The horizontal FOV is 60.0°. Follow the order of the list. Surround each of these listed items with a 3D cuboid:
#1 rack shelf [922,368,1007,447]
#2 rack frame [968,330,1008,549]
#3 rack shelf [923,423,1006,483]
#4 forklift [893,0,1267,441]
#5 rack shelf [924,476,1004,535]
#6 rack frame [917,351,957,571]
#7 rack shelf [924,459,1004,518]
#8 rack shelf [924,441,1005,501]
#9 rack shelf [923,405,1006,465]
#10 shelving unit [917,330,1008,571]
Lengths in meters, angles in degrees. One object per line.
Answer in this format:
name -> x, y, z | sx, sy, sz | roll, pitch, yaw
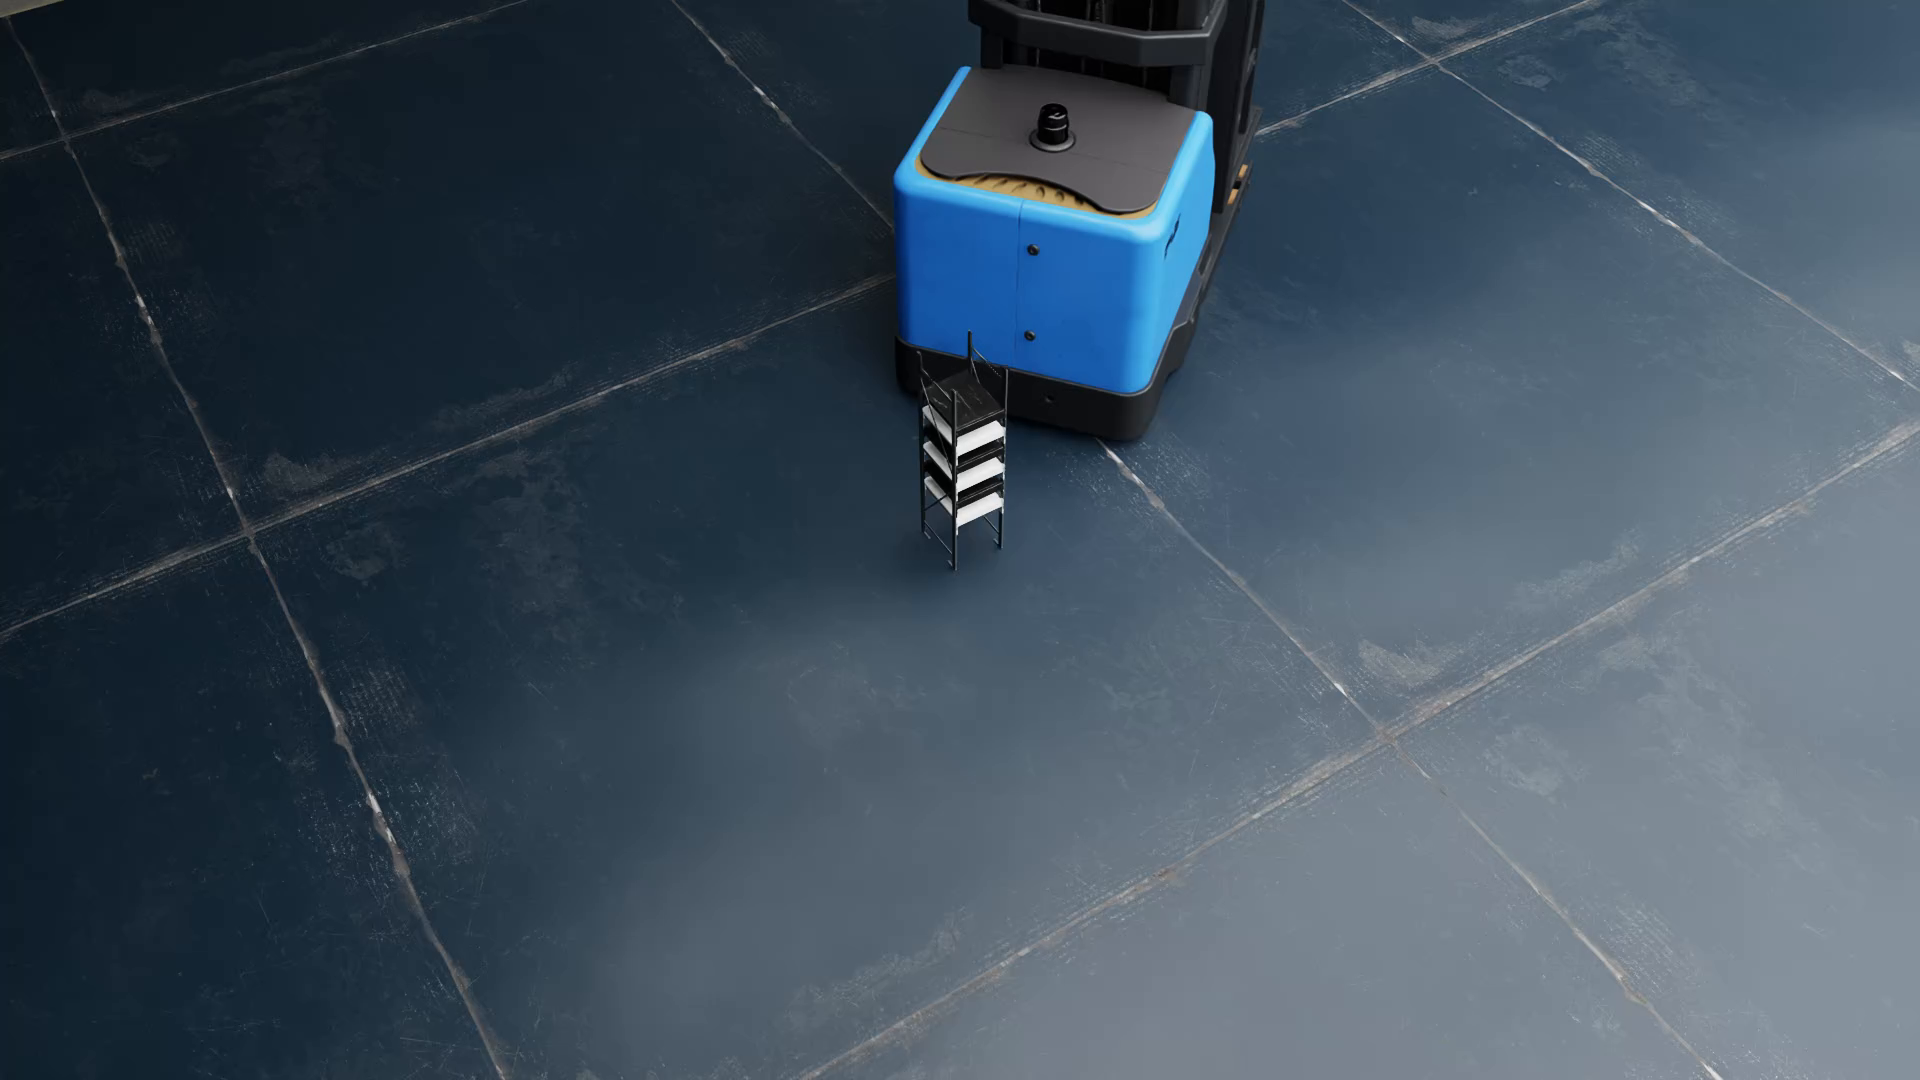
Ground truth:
rack shelf -> 0.007, -0.460, 5.740 | 0.200, 0.077, 0.258 | -25, 53, -21
rack frame -> 0.093, -0.343, 5.953 | 0.006, 0.900, 0.240 | -25, 53, -21
rack shelf -> 0.007, -0.340, 5.874 | 0.200, 0.077, 0.258 | -25, 53, -21
forklift -> 0.703, -2.490, 6.505 | 1.130, 2.935, 3.031 | 15, 50, 13
rack shelf -> 0.007, -0.161, 6.076 | 0.200, 0.077, 0.258 | -25, 53, -21
rack frame -> -0.079, -0.262, 5.881 | 0.006, 0.900, 0.240 | -25, 53, -21
rack shelf -> 0.007, -0.220, 6.009 | 0.200, 0.077, 0.258 | -25, 53, -21
rack shelf -> 0.007, -0.280, 5.942 | 0.200, 0.077, 0.258 | -25, 53, -21
rack shelf -> 0.007, -0.400, 5.807 | 0.200, 0.077, 0.258 | -25, 53, -21
shelving unit -> 0.007, -0.303, 5.917 | 0.210, 0.900, 0.258 | -25, 53, -21
